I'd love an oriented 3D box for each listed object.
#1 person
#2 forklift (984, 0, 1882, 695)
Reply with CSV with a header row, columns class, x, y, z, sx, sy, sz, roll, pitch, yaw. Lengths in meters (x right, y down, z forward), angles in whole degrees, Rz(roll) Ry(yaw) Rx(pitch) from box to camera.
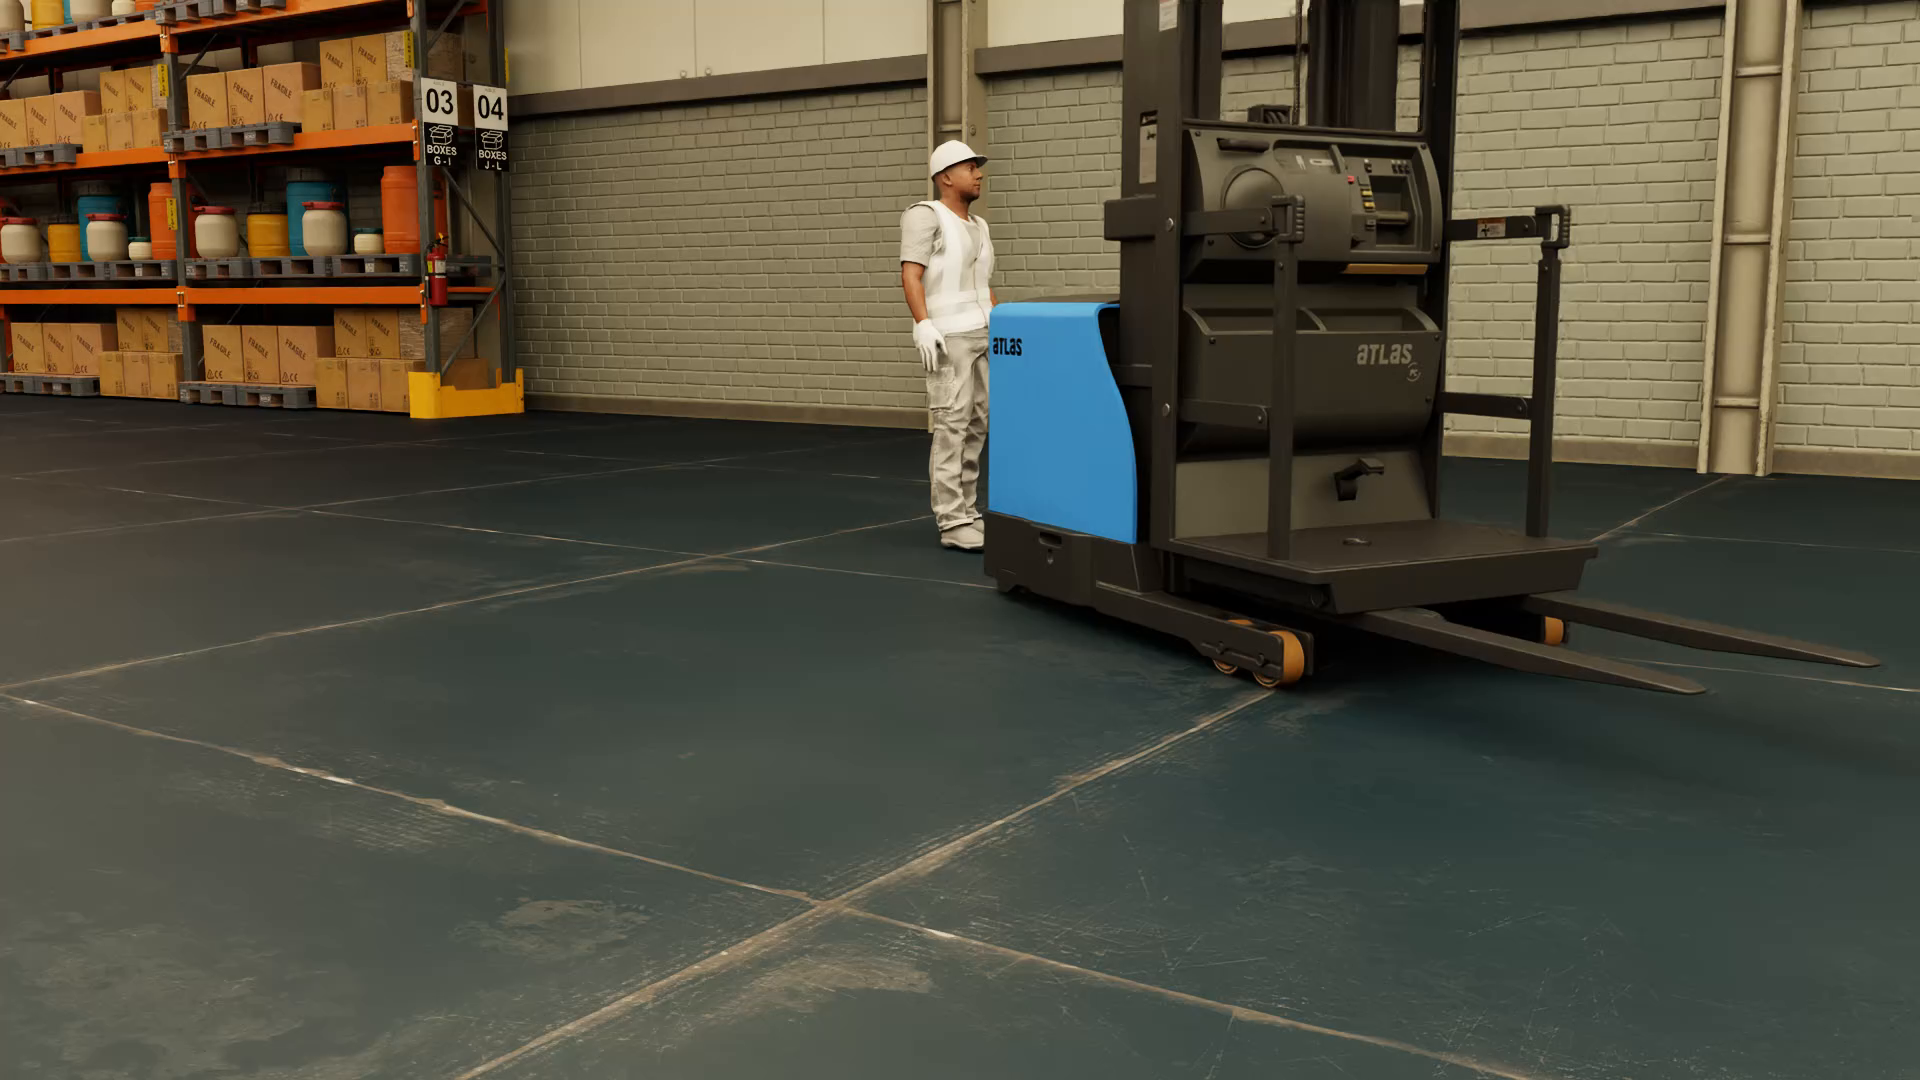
class,x,y,z,sx,sy,sz,roll,pitch,yaw
person,0.056,-0.883,7.431,0.575,1.784,0.656,5,10,34
forklift,1.210,-1.106,4.967,1.130,2.935,3.031,-4,9,-27
